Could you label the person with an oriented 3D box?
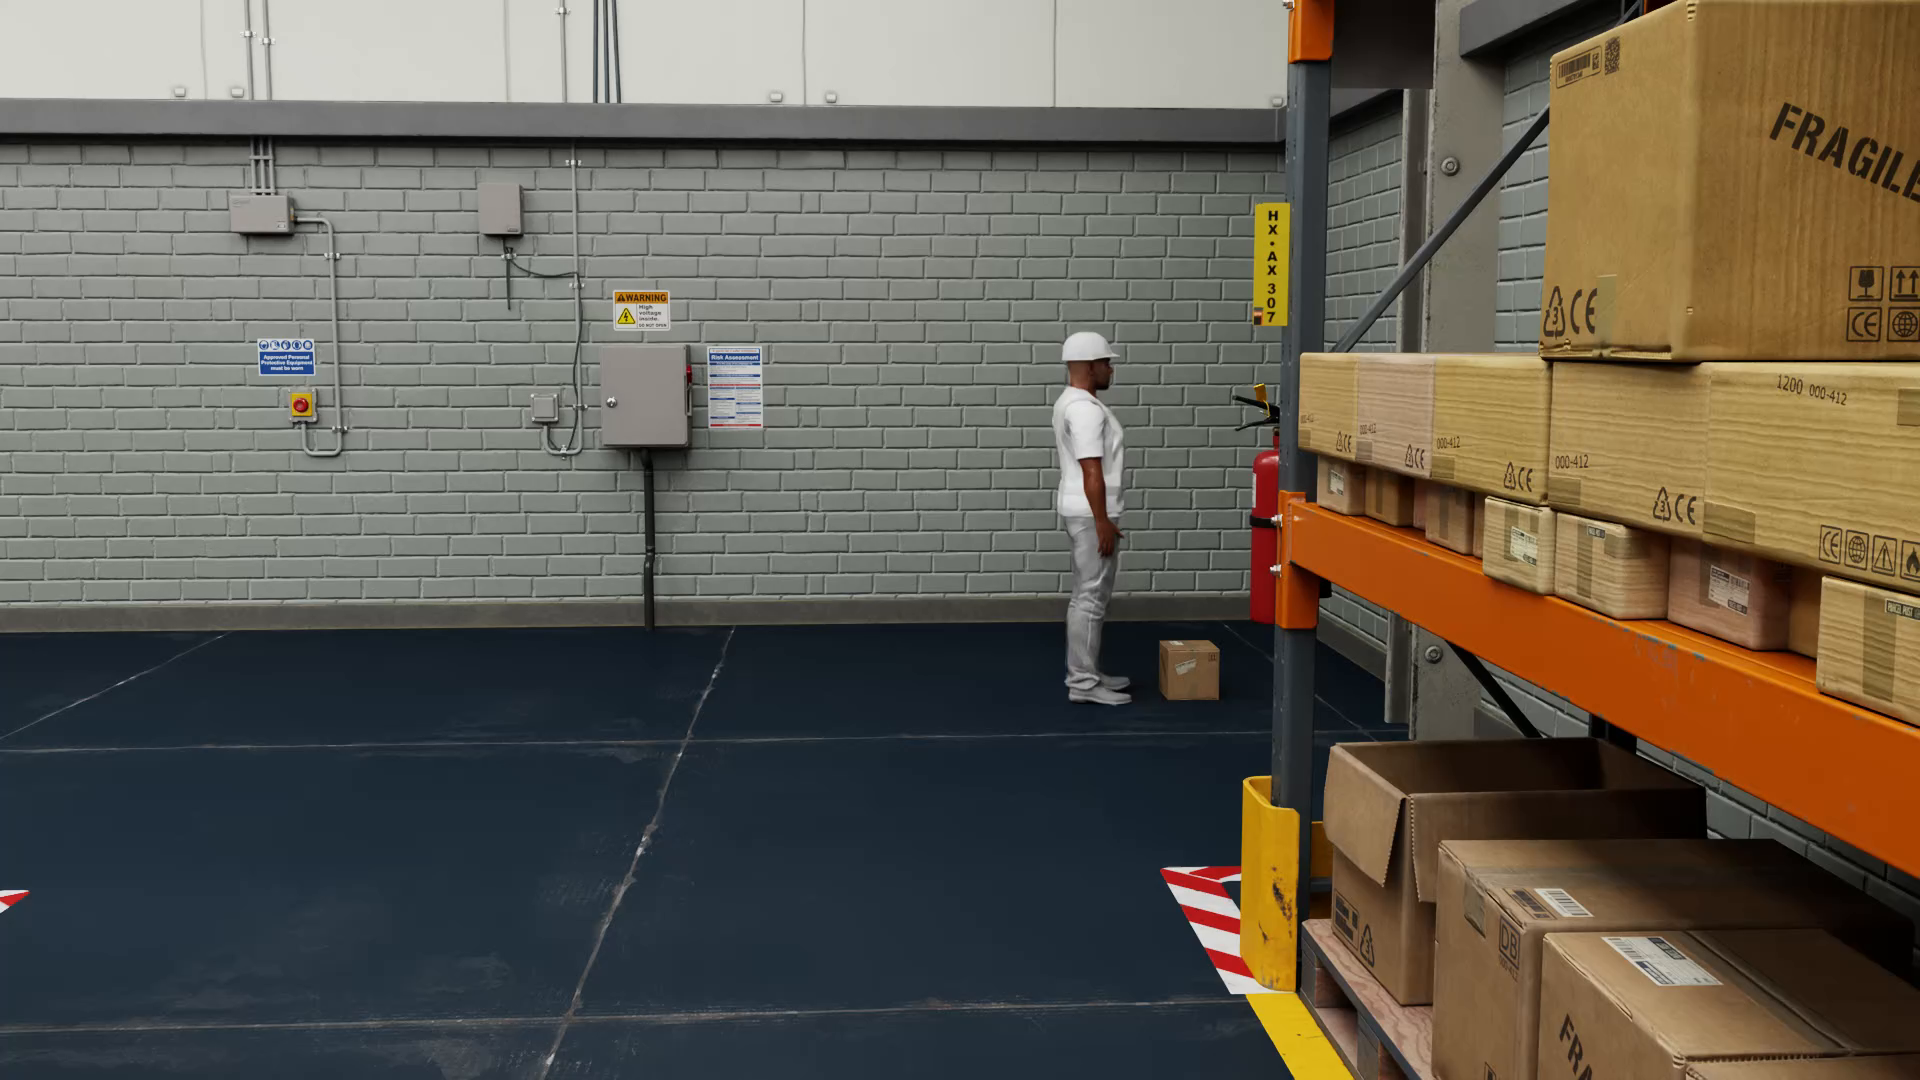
[{"bbox_3d":[0.655,-0.112,8.070,0.407,1.778,0.576,0,7,-3],"label":"person"}]
